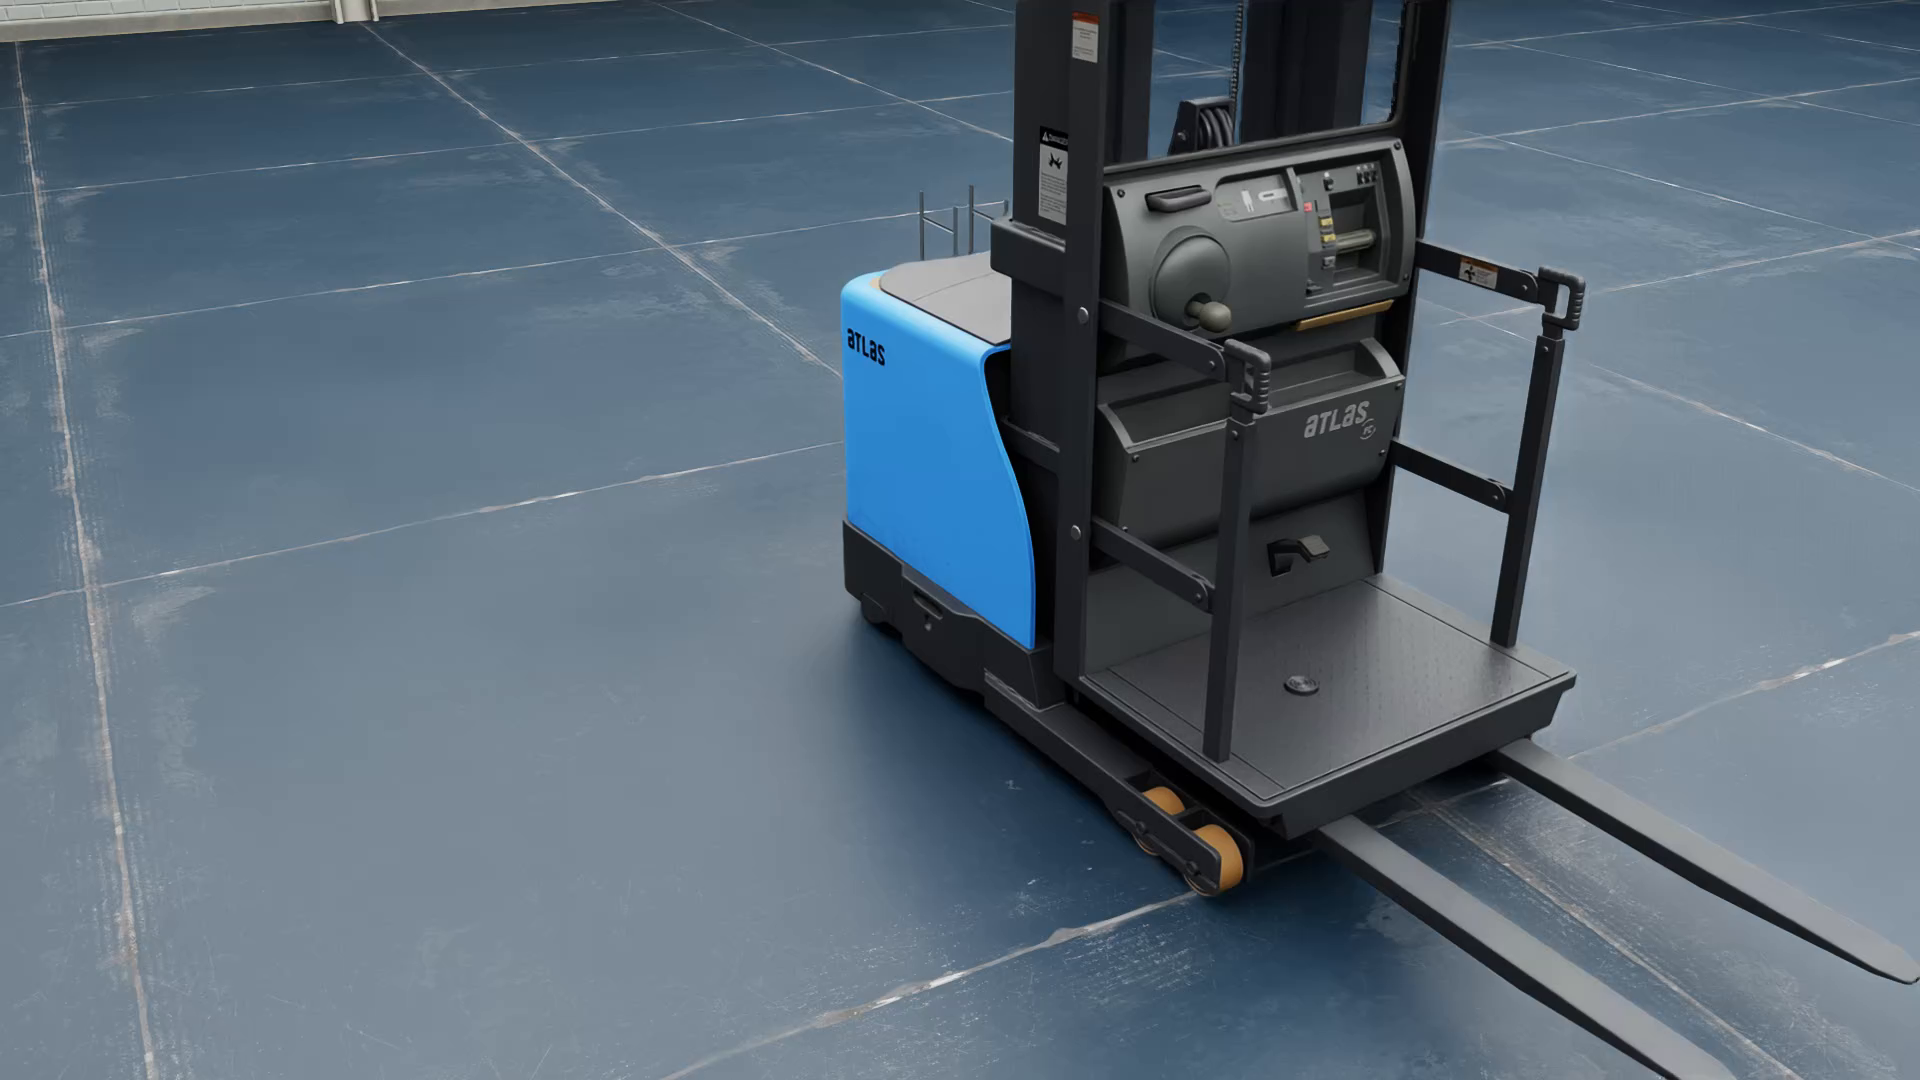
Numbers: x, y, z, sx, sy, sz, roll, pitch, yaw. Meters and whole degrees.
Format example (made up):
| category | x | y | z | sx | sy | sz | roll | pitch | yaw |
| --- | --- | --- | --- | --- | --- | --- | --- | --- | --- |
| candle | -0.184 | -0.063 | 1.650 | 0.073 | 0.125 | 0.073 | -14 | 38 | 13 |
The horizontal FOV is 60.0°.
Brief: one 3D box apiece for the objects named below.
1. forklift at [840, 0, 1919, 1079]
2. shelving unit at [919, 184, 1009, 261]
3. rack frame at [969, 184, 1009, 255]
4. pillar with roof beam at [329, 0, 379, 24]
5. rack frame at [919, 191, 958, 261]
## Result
| category | x | y | z | sx | sy | sz | roll | pitch | yaw |
| --- | --- | --- | --- | --- | --- | --- | --- | --- | --- |
| forklift | 0.862 | -0.705 | 3.832 | 1.130 | 2.935 | 3.031 | -16 | 30 | -30 |
| shelving unit | 0.010 | -0.546 | 5.499 | 0.189 | 1.200 | 0.258 | -14 | 29 | -27 |
| rack frame | 0.090 | -0.565 | 5.540 | 0.006 | 1.200 | 0.240 | -14 | 29 | -27 |
| pillar with roof beam | -3.966 | -7.568 | 11.115 | 0.400 | 9.000 | 9.100 | -13 | 29 | -25 |
| rack frame | -0.069 | -0.526 | 5.459 | 0.006 | 1.200 | 0.240 | -14 | 29 | -27 |
